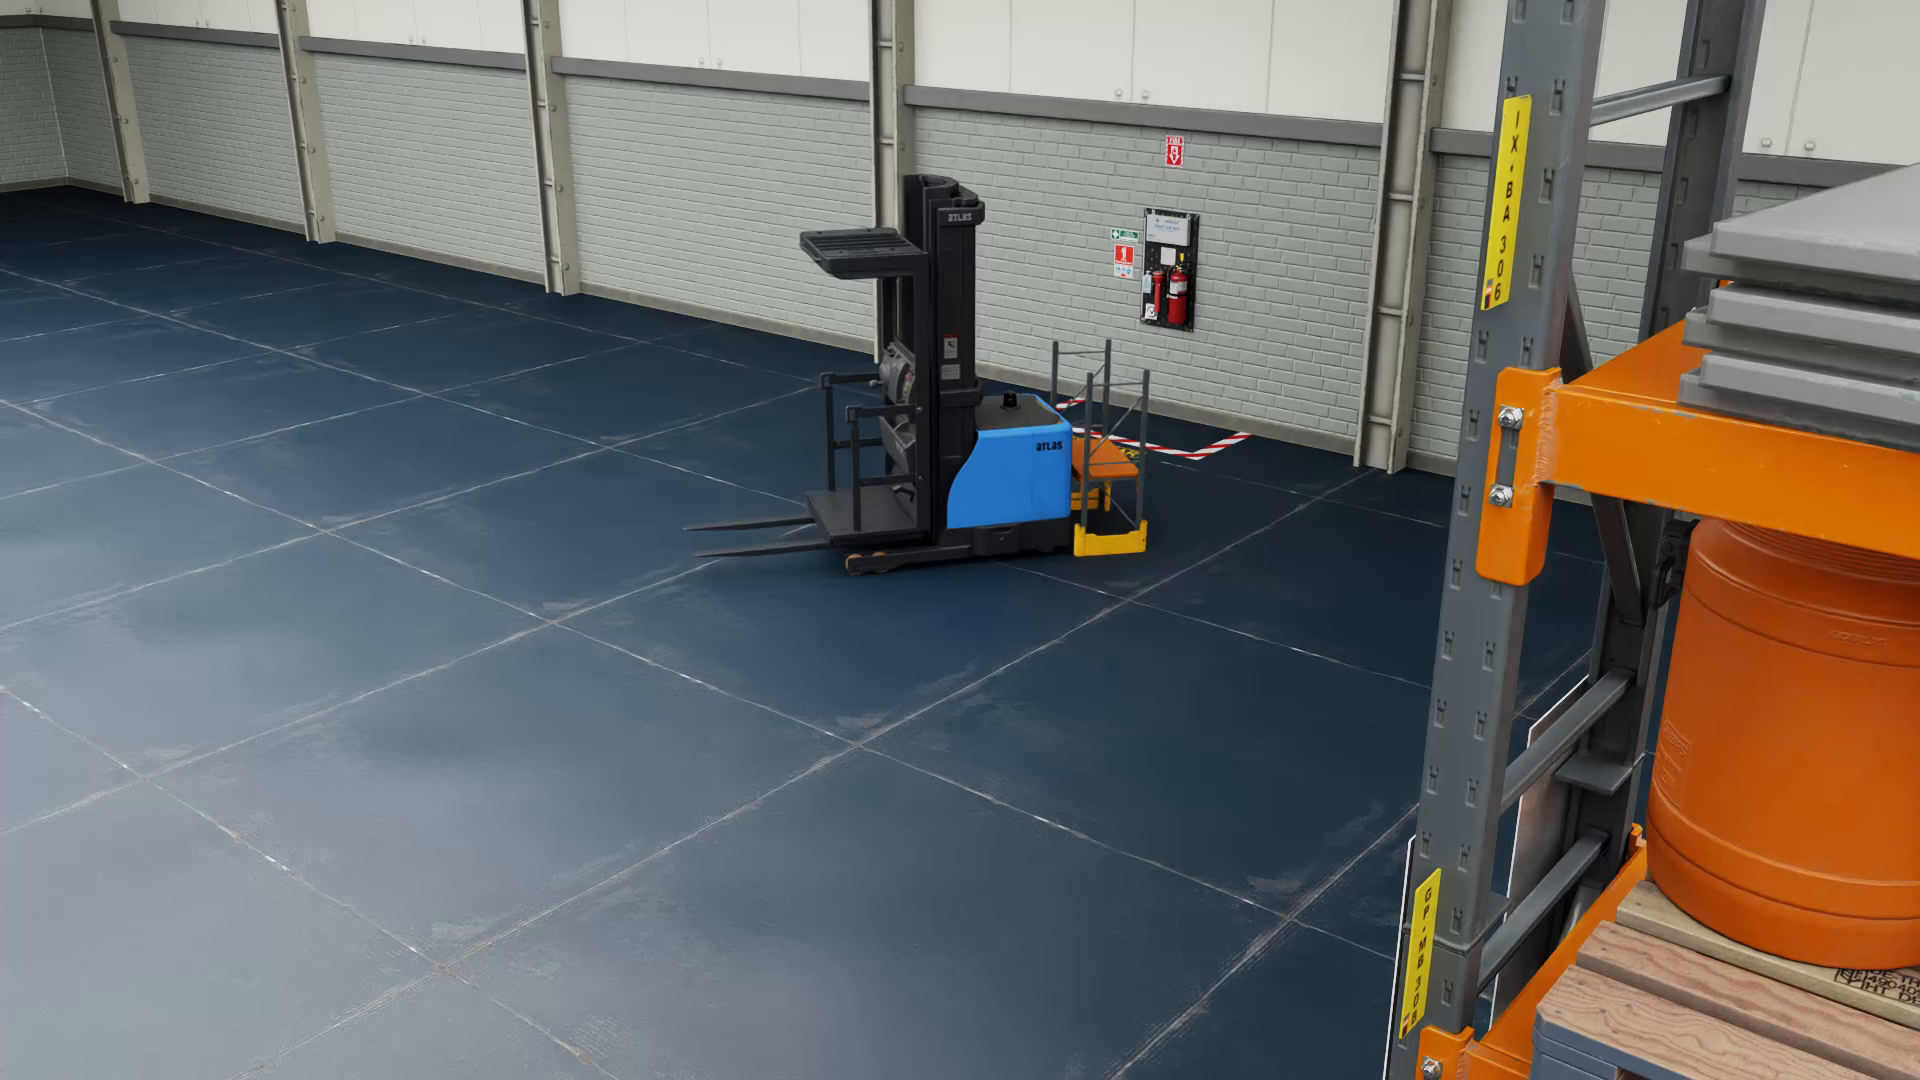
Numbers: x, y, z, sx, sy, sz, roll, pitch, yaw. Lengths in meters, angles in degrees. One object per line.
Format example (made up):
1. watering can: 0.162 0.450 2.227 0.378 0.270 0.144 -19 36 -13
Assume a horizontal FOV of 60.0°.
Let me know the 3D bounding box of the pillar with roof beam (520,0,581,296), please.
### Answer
1. pillar with roof beam: -8.104 -6.403 17.895 0.400 9.000 9.100 16 26 36

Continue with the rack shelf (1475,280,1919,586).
1. rack shelf: 2.759 0.194 1.986 4.000 0.370 1.077 16 26 36

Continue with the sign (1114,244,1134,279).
1. sign: 1.661 -2.826 16.860 0.234 0.329 0.001 16 26 36

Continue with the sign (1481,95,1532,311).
1. sign: 0.859 -0.529 2.613 0.005 0.325 0.100 16 26 36

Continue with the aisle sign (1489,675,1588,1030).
1. aisle sign: 1.342 0.718 3.830 0.004 0.787 0.394 16 26 36

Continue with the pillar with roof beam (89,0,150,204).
1. pillar with roof beam: -17.401 -9.081 24.994 0.400 9.000 9.100 16 26 36

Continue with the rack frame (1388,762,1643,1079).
1. rack frame: 1.210 2.031 4.030 0.127 3.000 1.000 16 26 36

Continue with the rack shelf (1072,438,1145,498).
1. rack shelf: 1.108 -0.611 13.660 0.538 0.185 1.000 -4 21 -12

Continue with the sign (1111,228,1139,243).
1. sign: 1.659 -3.070 16.757 0.331 0.109 0.001 16 26 36

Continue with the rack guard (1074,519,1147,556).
1. rack guard: 1.208 -0.019 13.352 0.587 0.250 0.087 -4 21 -12

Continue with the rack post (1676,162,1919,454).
1. rack post: 1.715 -0.338 2.521 0.937 0.300 0.954 -19 28 -41

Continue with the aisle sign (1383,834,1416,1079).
1. aisle sign: 0.969 0.879 3.402 0.004 0.787 0.394 16 26 36

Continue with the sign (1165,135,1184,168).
1. sign: 2.081 -3.771 16.132 0.199 0.298 0.001 16 26 36

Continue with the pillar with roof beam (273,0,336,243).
1. pillar with roof beam: -12.752 -7.742 21.445 0.400 9.000 9.100 16 26 36

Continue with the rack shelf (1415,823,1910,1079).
1. rack shelf: 2.759 1.411 2.445 4.000 0.370 1.077 16 26 36

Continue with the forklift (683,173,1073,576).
1. forklift: -0.673 -1.299 12.959 3.031 2.935 1.130 -6 21 -15

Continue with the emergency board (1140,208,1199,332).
1. emergency board: 2.024 -2.658 16.464 0.643 1.169 0.194 16 26 36

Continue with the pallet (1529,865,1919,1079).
1. pallet: 1.789 0.927 2.974 1.213 0.211 1.003 16 26 36

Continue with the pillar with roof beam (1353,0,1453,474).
1. pillar with roof beam: 1.193 -3.726 10.795 0.400 9.000 9.100 16 26 36

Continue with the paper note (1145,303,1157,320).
1. paper note: 1.931 -2.304 16.775 0.142 0.148 0.016 16 26 36

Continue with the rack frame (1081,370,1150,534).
1. rack frame: 1.217 -0.603 13.132 0.500 1.500 0.032 -4 21 -12

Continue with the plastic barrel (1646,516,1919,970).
1. plastic barrel: 1.667 0.304 3.156 0.708 0.830 0.600 16 26 36

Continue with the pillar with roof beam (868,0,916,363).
1. pillar with roof beam: -3.456 -5.065 14.345 0.400 9.000 9.100 16 26 36

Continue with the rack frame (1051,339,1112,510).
1. rack frame: 1.005 -0.954 14.062 0.500 1.500 0.032 -4 21 -12

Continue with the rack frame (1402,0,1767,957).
1. rack frame: 1.210 -0.776 2.972 0.127 3.000 1.000 16 26 36

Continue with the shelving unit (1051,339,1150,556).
1. shelving unit: 1.113 -0.776 13.588 0.587 1.500 1.083 -4 21 -12

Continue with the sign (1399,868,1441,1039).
1. sign: 0.859 0.773 3.103 0.005 0.325 0.100 16 26 36

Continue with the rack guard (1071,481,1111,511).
1. rack guard: 1.000 -0.362 14.263 0.587 0.250 0.087 -4 21 -12
